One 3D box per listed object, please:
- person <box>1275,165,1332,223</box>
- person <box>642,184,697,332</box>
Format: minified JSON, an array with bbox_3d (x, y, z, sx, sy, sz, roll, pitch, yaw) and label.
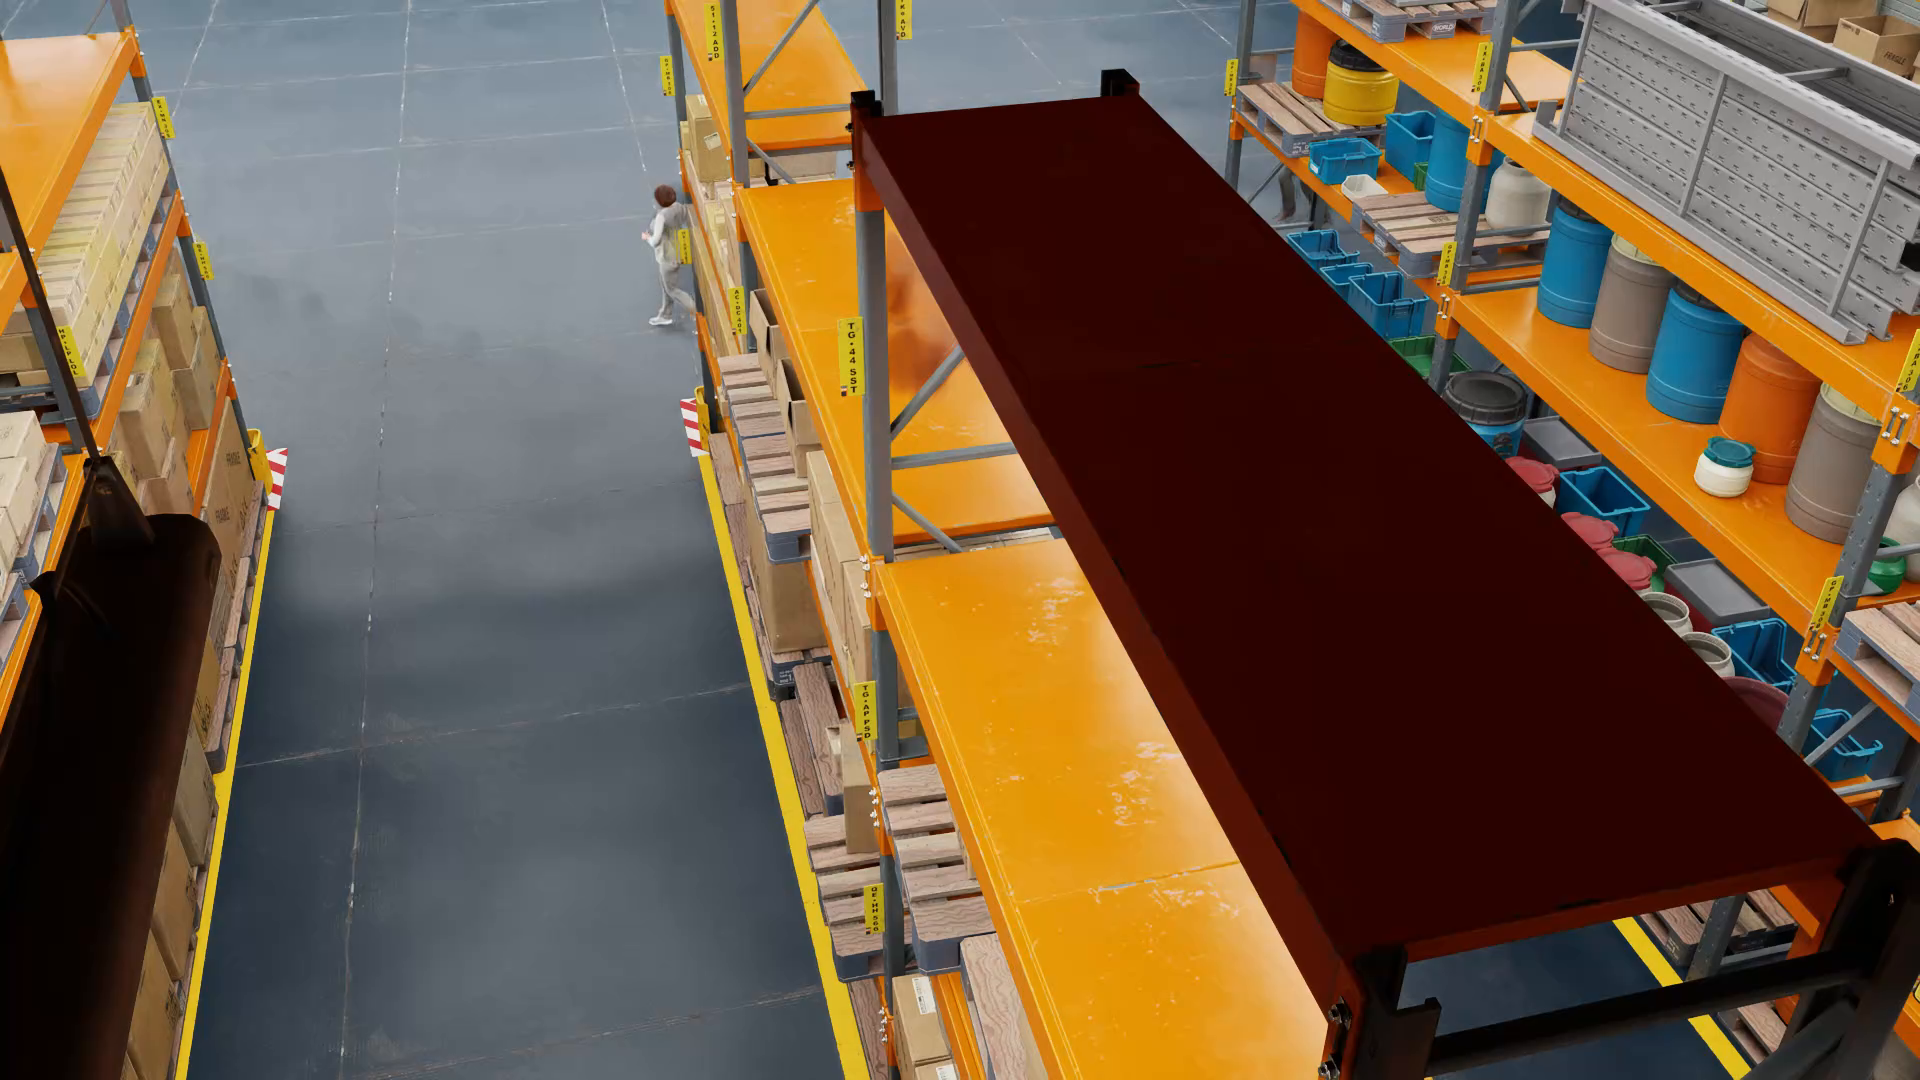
[{"bbox_3d":[3.957,-4.345,18.994,0.721,1.718,0.554,9,35,12],"label":"person"},{"bbox_3d":[-2.880,-2.834,16.798,0.819,1.600,0.546,15,37,21],"label":"person"}]
